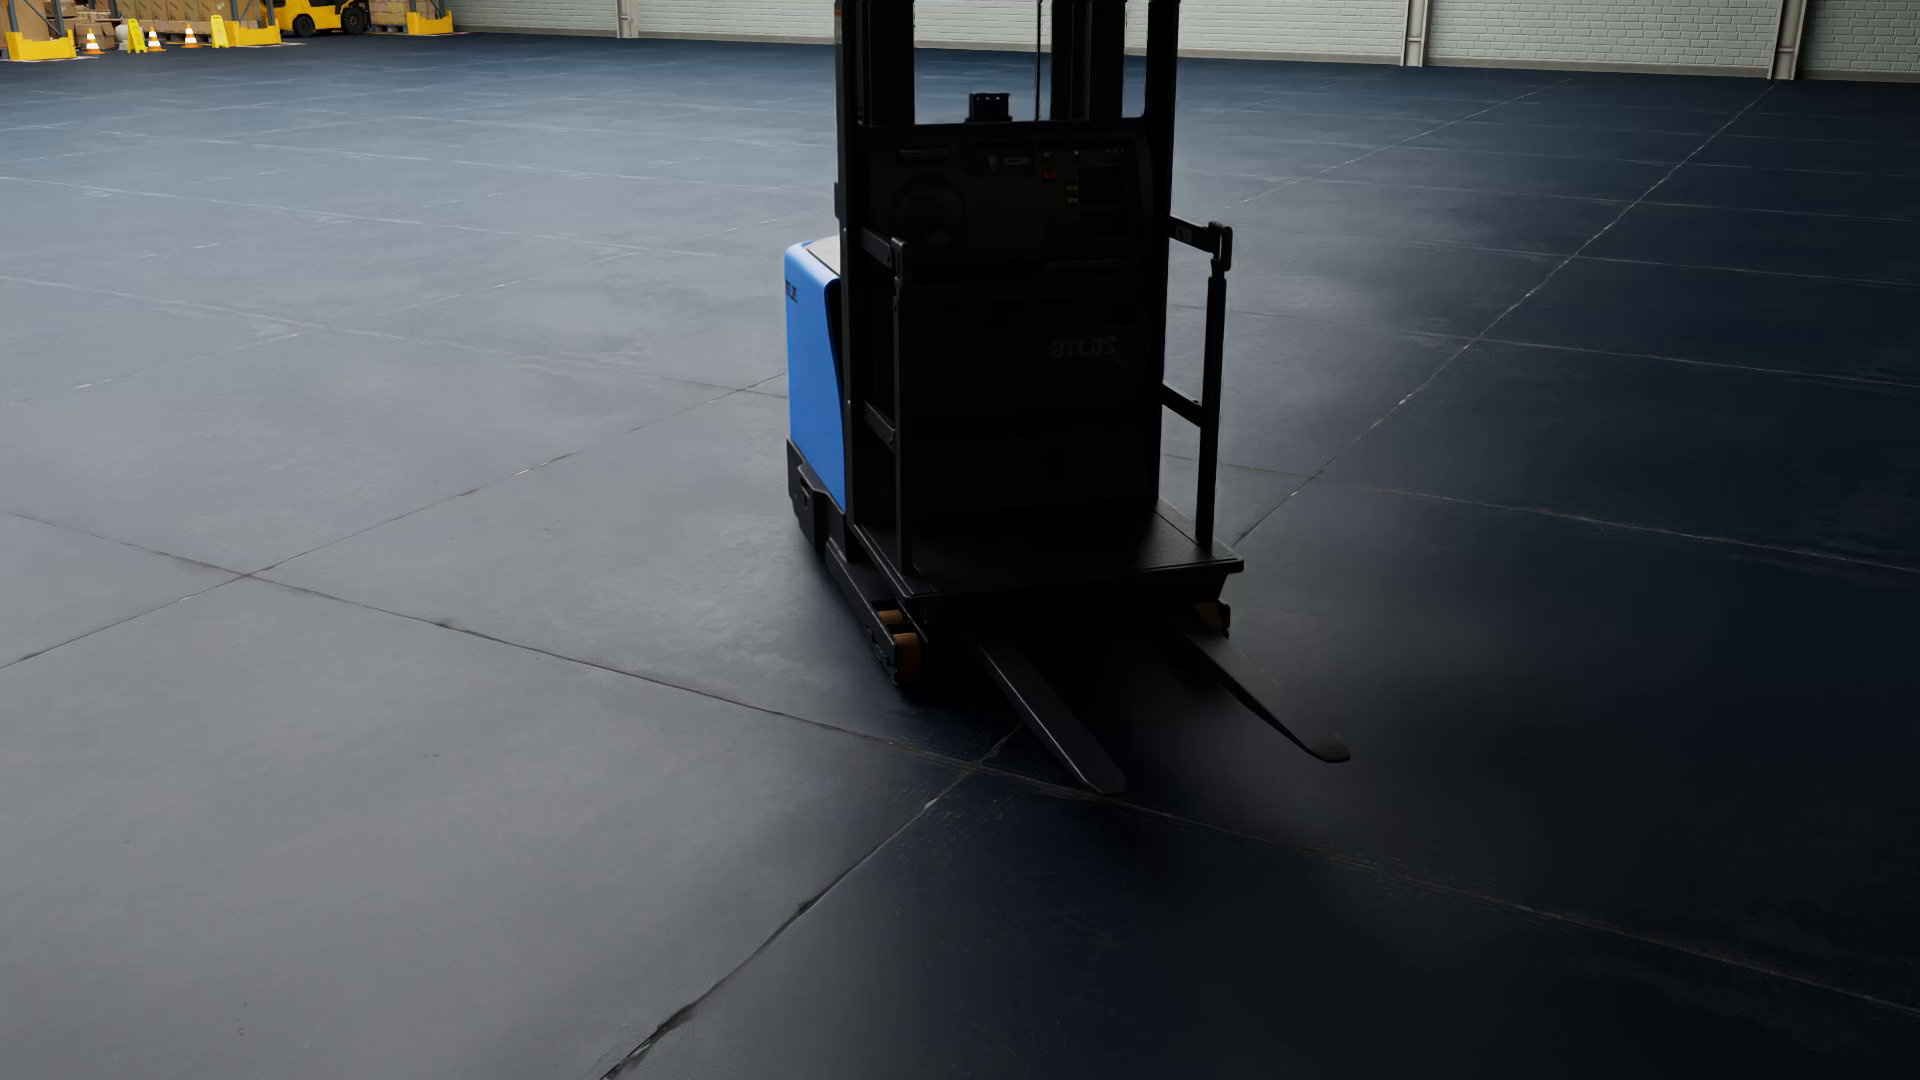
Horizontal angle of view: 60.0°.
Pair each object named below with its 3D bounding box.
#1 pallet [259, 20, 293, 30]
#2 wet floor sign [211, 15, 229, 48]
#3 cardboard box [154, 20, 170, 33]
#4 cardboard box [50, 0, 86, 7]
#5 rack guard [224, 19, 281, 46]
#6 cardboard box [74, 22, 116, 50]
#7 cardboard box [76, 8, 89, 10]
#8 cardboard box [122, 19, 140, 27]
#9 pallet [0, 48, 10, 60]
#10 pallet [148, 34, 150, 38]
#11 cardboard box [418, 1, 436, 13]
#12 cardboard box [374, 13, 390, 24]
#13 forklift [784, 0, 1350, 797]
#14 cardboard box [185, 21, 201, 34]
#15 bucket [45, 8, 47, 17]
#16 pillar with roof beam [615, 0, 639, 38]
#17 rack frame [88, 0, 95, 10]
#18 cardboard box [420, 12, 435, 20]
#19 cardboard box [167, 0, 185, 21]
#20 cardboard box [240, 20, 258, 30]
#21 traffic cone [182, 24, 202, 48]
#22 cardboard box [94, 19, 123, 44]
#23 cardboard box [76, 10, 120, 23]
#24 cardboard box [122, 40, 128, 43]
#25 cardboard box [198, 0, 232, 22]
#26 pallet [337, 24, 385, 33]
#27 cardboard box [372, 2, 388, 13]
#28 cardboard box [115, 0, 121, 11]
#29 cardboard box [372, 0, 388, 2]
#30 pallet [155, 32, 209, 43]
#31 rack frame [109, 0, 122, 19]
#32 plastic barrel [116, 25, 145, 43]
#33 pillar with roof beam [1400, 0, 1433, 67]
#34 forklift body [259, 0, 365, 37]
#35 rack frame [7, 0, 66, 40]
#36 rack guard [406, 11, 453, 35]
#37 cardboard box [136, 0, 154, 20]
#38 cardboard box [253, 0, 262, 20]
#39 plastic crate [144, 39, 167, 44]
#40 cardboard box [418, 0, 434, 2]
[{"bbox_3d":[-16.814,-12.985,41.853,1.213,0.211,1.003,11,23,27],"label":"pallet"},{"bbox_3d":[-15.433,-10.585,34.598,0.267,0.644,0.232,-16,26,-38],"label":"wet floor sign"},{"bbox_3d":[-17.250,-11.260,36.425,0.500,0.250,0.500,10,22,27],"label":"cardboard box"},{"bbox_3d":[-24.507,-14.747,45.670,0.500,0.500,0.700,10,22,25],"label":"cardboard box"},{"bbox_3d":[-15.143,-10.879,35.623,0.348,0.500,1.175,11,23,27],"label":"rack guard"},{"bbox_3d":[-17.845,-10.406,34.315,0.637,0.503,0.797,-4,20,-10],"label":"cardboard box"},{"bbox_3d":[-23.766,-14.378,45.168,0.250,0.149,0.380,10,22,26],"label":"cardboard box"},{"bbox_3d":[-18.186,-11.433,36.901,0.500,0.250,0.500,10,22,25],"label":"cardboard box"},{"bbox_3d":[-18.139,-9.350,31.831,1.213,0.211,1.003,11,23,27],"label":"pallet"},{"bbox_3d":[-19.250,-11.525,37.827,1.213,0.211,1.003,11,23,27],"label":"pallet"},{"bbox_3d":[-12.969,-12.800,39.936,0.500,0.250,0.500,11,23,28],"label":"cardboard box"},{"bbox_3d":[-13.653,-12.494,39.827,0.500,0.250,0.500,11,23,27],"label":"cardboard box"},{"bbox_3d":[0.228,-1.079,5.041,1.130,2.935,3.031,-6,21,-16],"label":"forklift"},{"bbox_3d":[-16.362,-11.089,35.953,0.500,0.250,0.500,11,23,27],"label":"cardboard box"},{"bbox_3d":[-19.652,-11.056,35.016,0.726,0.611,0.620,-16,16,-38],"label":"bucket"},{"bbox_3d":[-9.689,-14.445,32.990,0.400,9.000,9.100,11,23,27],"label":"pillar with roof beam"},{"bbox_3d":[-23.136,-15.515,44.739,0.127,3.000,1.000,11,23,27],"label":"rack frame"},{"bbox_3d":[-12.993,-12.565,40.021,0.500,0.250,0.500,11,23,28],"label":"cardboard box"},{"bbox_3d":[-16.798,-11.526,36.058,0.500,0.500,0.500,10,22,26],"label":"cardboard box"},{"bbox_3d":[-15.647,-11.163,36.156,0.500,0.250,0.500,11,22,27],"label":"cardboard box"},{"bbox_3d":[-16.082,-10.536,34.733,0.334,0.463,0.336,11,23,27],"label":"traffic cone"},{"bbox_3d":[-18.297,-10.950,35.814,0.500,0.500,0.500,-7,21,-20],"label":"cardboard box"},{"bbox_3d":[-19.658,-11.874,37.938,0.625,0.372,0.950,12,23,31],"label":"cardboard box"},{"bbox_3d":[-17.206,-10.318,34.591,0.380,0.149,0.250,-11,23,-29],"label":"cardboard box"},{"bbox_3d":[-15.904,-11.355,35.585,0.500,0.500,0.500,11,23,28],"label":"cardboard box"},{"bbox_3d":[-14.409,-12.527,40.590,1.213,0.211,1.003,11,23,27],"label":"pallet"},{"bbox_3d":[-13.670,-12.734,39.755,0.500,0.250,0.500,11,22,27],"label":"cardboard box"},{"bbox_3d":[-22.354,-14.305,44.451,0.500,0.500,0.500,10,22,27],"label":"cardboard box"},{"bbox_3d":[-13.662,-12.962,39.649,0.500,0.250,0.500,11,23,28],"label":"cardboard box"},{"bbox_3d":[-16.896,-11.092,36.634,1.213,0.211,1.003,11,23,27],"label":"pallet"},{"bbox_3d":[-18.569,-12.707,36.996,0.127,3.000,1.000,11,23,27],"label":"rack frame"},{"bbox_3d":[-17.619,-10.723,35.306,0.512,0.421,0.421,-7,21,-20],"label":"plastic barrel"},{"bbox_3d":[6.025,-11.451,24.737,0.400,9.000,9.100,11,23,27],"label":"pillar with roof beam"},{"bbox_3d":[-15.205,-12.893,38.754,1.214,2.155,2.313,11,23,27],"label":"forklift body"},{"bbox_3d":[-17.403,-10.551,31.053,0.127,3.000,1.000,11,23,27],"label":"rack frame"},{"bbox_3d":[-12.639,-12.341,39.653,0.348,0.500,1.175,11,23,27],"label":"rack guard"},{"bbox_3d":[-17.713,-11.700,36.538,0.500,0.500,0.500,12,23,29],"label":"cardboard box"},{"bbox_3d":[-17.286,-13.481,41.997,0.625,0.625,0.875,11,22,27],"label":"cardboard box"},{"bbox_3d":[-17.598,-10.829,36.101,0.583,0.080,0.402,3,20,9],"label":"plastic crate"},{"bbox_3d":[-12.987,-13.031,39.840,0.500,0.250,0.500,10,22,26],"label":"cardboard box"}]
